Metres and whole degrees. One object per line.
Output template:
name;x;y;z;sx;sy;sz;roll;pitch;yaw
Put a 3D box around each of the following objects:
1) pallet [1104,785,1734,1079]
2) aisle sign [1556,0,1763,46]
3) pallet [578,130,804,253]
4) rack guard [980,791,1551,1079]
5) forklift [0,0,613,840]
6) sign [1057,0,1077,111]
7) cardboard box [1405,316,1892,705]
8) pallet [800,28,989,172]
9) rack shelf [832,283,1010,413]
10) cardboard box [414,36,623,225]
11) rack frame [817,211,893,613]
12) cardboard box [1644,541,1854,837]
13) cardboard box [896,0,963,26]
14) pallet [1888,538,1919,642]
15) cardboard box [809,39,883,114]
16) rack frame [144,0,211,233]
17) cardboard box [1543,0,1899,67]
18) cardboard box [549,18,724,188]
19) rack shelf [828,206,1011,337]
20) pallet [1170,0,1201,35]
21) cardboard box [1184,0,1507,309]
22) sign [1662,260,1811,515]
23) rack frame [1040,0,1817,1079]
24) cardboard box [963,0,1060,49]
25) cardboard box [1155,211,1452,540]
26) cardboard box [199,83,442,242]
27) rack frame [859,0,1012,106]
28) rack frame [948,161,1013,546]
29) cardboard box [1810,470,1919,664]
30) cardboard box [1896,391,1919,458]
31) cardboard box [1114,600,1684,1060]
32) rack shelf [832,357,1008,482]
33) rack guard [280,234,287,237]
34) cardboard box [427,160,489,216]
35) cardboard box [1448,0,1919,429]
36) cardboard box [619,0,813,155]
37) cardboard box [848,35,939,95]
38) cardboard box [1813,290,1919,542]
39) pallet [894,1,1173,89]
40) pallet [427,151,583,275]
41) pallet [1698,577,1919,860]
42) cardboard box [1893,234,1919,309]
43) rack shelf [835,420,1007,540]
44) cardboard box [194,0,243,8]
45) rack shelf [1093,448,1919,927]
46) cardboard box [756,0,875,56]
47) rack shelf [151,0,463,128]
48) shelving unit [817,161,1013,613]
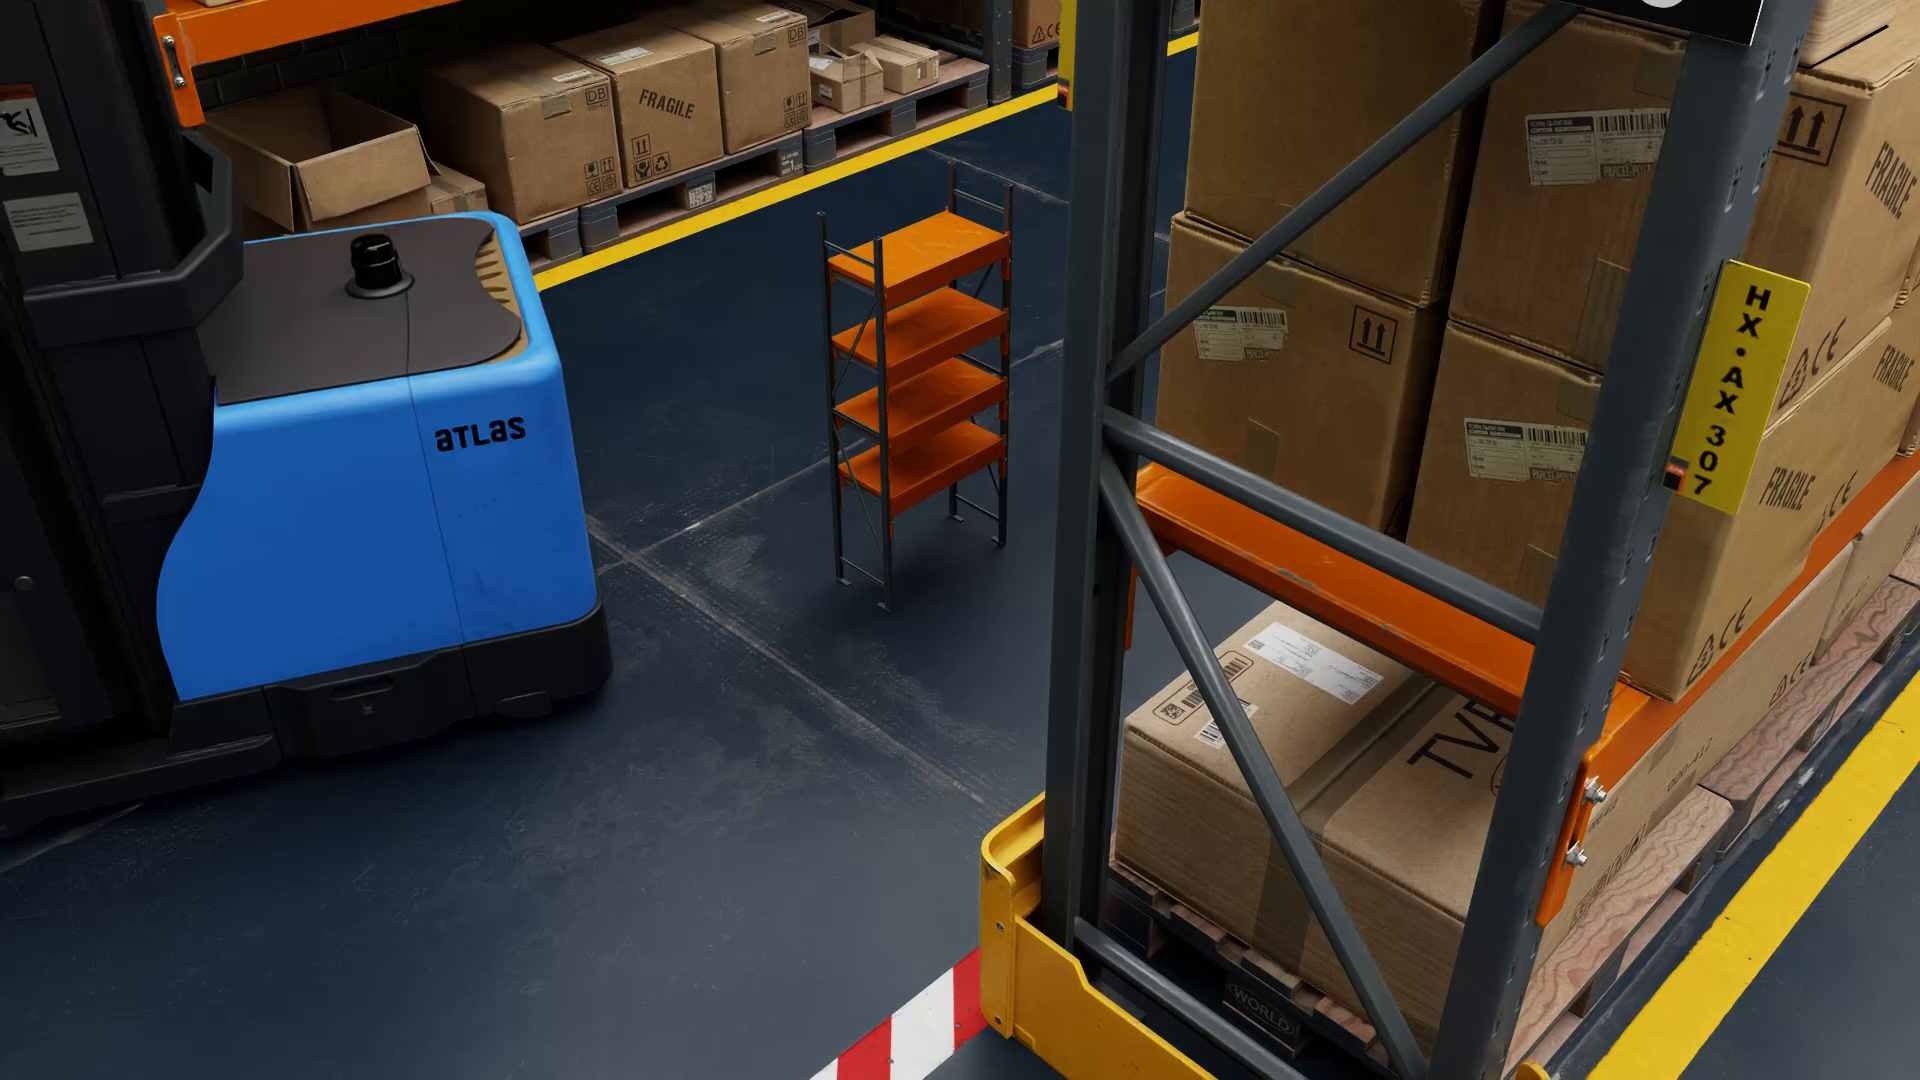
pallet;1.078;0.765;3.969;1.003;0.211;1.213;30;45;35
aisle sign;0.725;-0.943;1.708;0.394;0.787;0.004;30;45;35
pallet;-1.481;-1.726;7.540;1.003;0.211;1.213;30;45;35
rack guard;0.553;1.012;3.362;1.175;0.500;0.348;30;45;35
forklift;-2.535;-0.734;3.741;3.031;2.935;1.130;-11;36;-16
sign;0.195;-0.820;2.584;0.100;0.325;0.005;30;45;35
cardboard box;1.112;-0.143;2.746;0.500;0.500;0.500;29;44;35
pallet;-0.621;-2.224;8.254;1.003;0.211;1.213;30;45;35
rack shelf;-0.117;-0.553;4.721;0.258;0.148;0.480;30;45;35
cardboard box;-1.827;-1.710;6.898;0.500;0.500;0.700;-28;44;-34
rack frame;-0.289;-0.326;4.668;0.240;1.200;0.015;30;45;35
cardboard box;1.603;0.172;4.253;0.875;0.438;0.875;-29;44;-34
cardboard box;-0.001;-3.111;8.907;0.500;0.500;0.500;29;44;35
pallet;2.797;-0.226;5.389;1.003;0.211;1.213;30;45;35
cardboard box;-0.573;-2.207;7.816;0.258;0.266;0.396;-28;44;-34
rack frame;-2.955;-2.022;5.527;1.000;3.000;0.127;30;45;35
cardboard box;1.016;-0.773;2.207;0.250;0.149;0.380;-29;44;-35
cardboard box;-1.384;-1.885;7.148;0.500;0.500;0.500;-29;44;-35
rack shelf;-0.117;-0.747;4.586;0.258;0.148;0.480;30;45;35
pallet;1.269;-3.345;9.862;1.003;0.211;1.213;30;45;35
cardboard box;0.741;-0.766;2.764;0.500;0.500;0.500;-28;44;-34
sign;0.960;-0.185;2.066;0.100;0.325;0.005;30;45;35
rack frame;0.570;-0.023;2.661;1.000;3.000;0.127;30;45;35
cardboard box;0.364;-2.898;8.602;0.500;0.500;0.500;-28;43;-34
cardboard box;0.722;-0.367;3.066;0.500;0.500;0.500;-30;45;-35
cardboard box;-2.457;-1.381;6.422;0.797;0.503;0.637;28;43;34
rack frame;-0.137;-3.646;7.856;1.000;3.000;0.127;30;45;35
rack frame;0.055;-0.524;4.952;0.240;1.200;0.015;30;45;35
cardboard box;2.239;-0.193;4.777;0.875;0.438;0.875;28;44;34
cardboard box;1.820;-0.559;3.342;0.500;0.500;0.500;29;44;35
cardboard box;0.964;0.547;3.716;0.875;0.438;0.875;28;44;34
rack shelf;-0.117;-0.370;4.849;0.258;0.148;0.480;30;45;35
rack guard;-2.902;-1.028;6.286;1.175;0.500;0.348;30;45;35
cardboard box;-2.130;-1.392;6.749;0.380;0.149;0.250;28;43;34
cardboard box;1.110;-0.554;2.461;0.500;0.500;0.500;28;44;34
cardboard box;-1.096;-2.132;7.503;0.700;0.500;0.500;28;43;34
cardboard box;-0.321;-2.304;8.057;0.380;0.149;0.250;28;44;34
cardboard box;1.448;-0.360;3.056;0.500;0.500;0.500;29;44;35
pallet;0.409;-2.847;9.149;1.003;0.211;1.213;30;45;35
pallet;-2.341;-1.233;6.834;1.003;0.211;1.213;30;45;35
pallet;1.937;0.272;4.676;1.003;0.211;1.213;30;45;35
cardboard box;1.469;-0.767;2.766;0.500;0.500;0.500;28;44;34
rack shelf;-0.117;-0.207;4.962;0.258;0.148;0.480;30;45;35
cardboard box;-2.529;-1.942;5.632;0.380;0.149;0.250;29;44;35
rack shelf;1.979;-0.540;4.031;1.077;0.370;4.000;30;45;35
cardboard box;-0.770;-2.542;8.257;0.500;0.311;0.500;-28;44;-34
rack shelf;-1.546;-2.539;6.897;1.077;0.370;4.000;30;45;35
shelving unit;-0.117;-0.425;4.810;0.258;1.200;0.503;30;45;35
